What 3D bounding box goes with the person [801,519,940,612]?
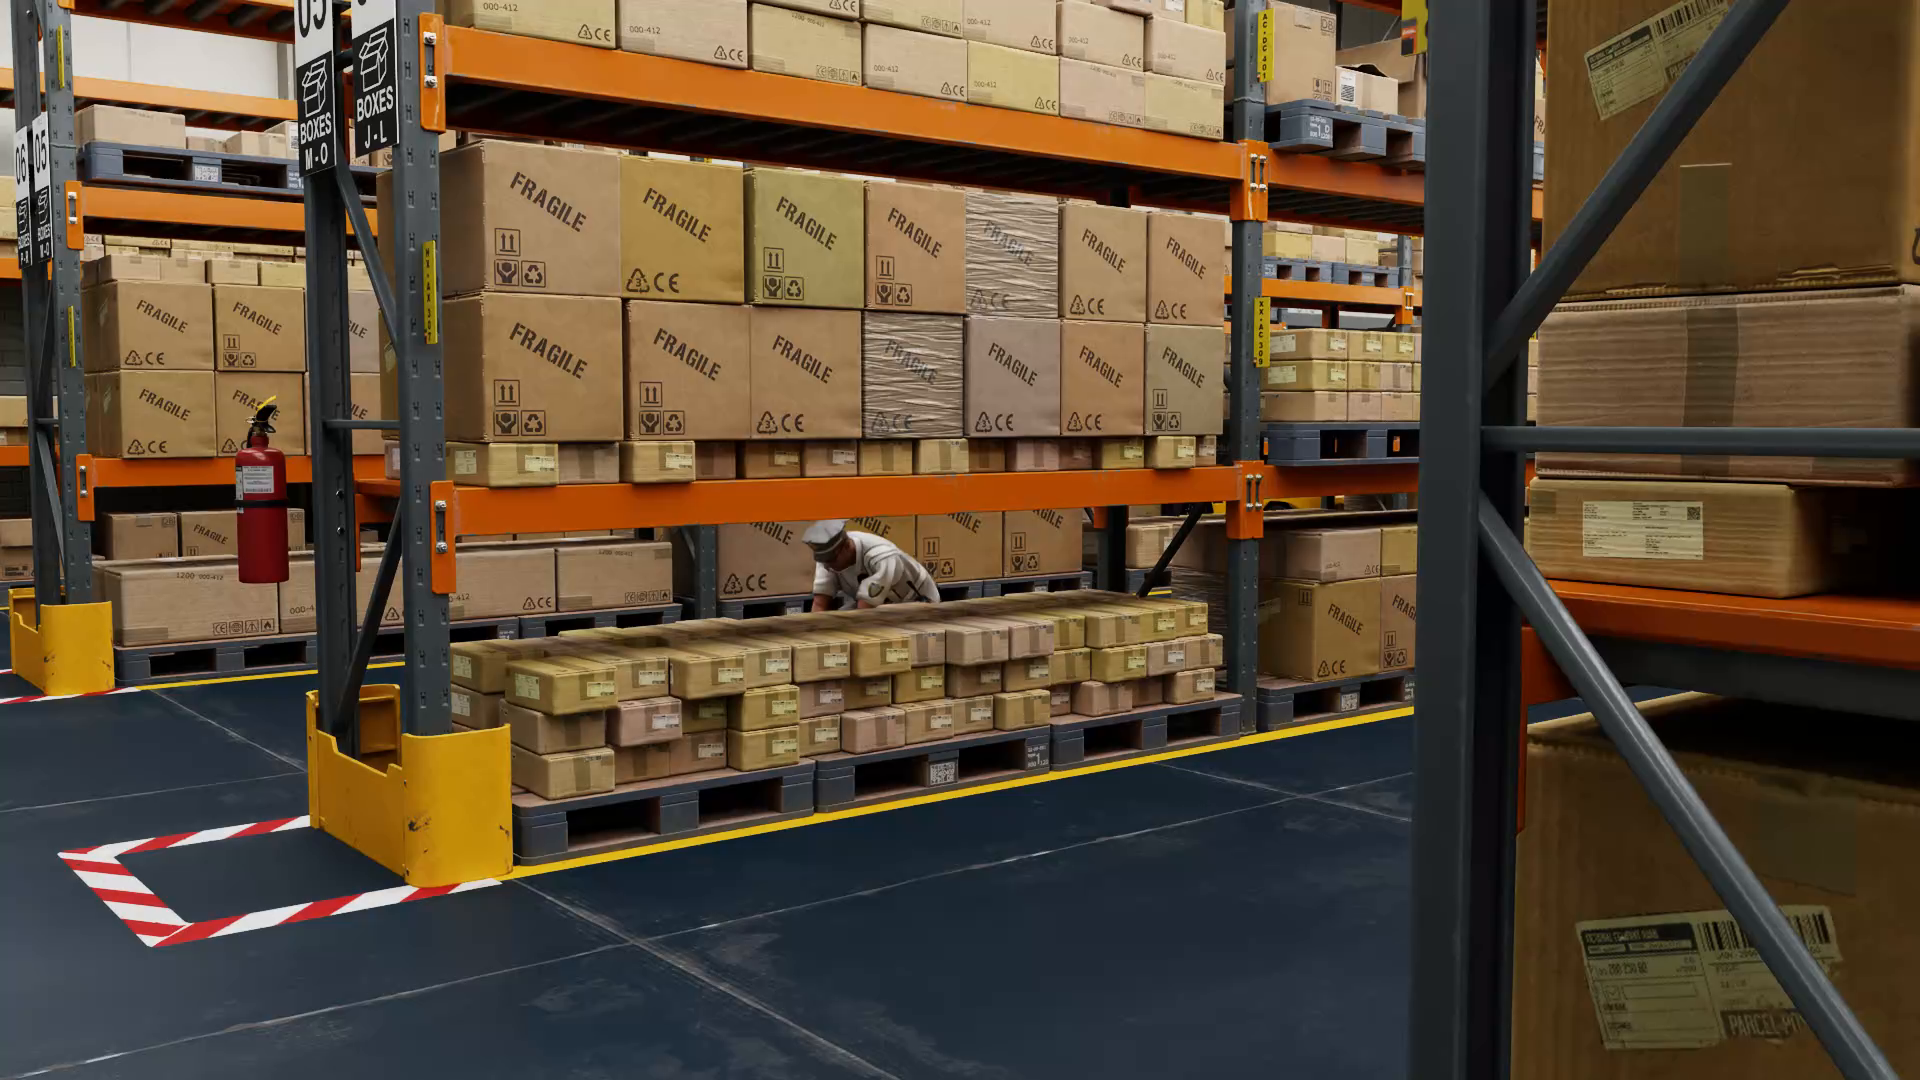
[{"bbox_3d":[-0.504,0.367,8.971,0.534,1.030,0.936,4,6,41],"label":"person"}]
